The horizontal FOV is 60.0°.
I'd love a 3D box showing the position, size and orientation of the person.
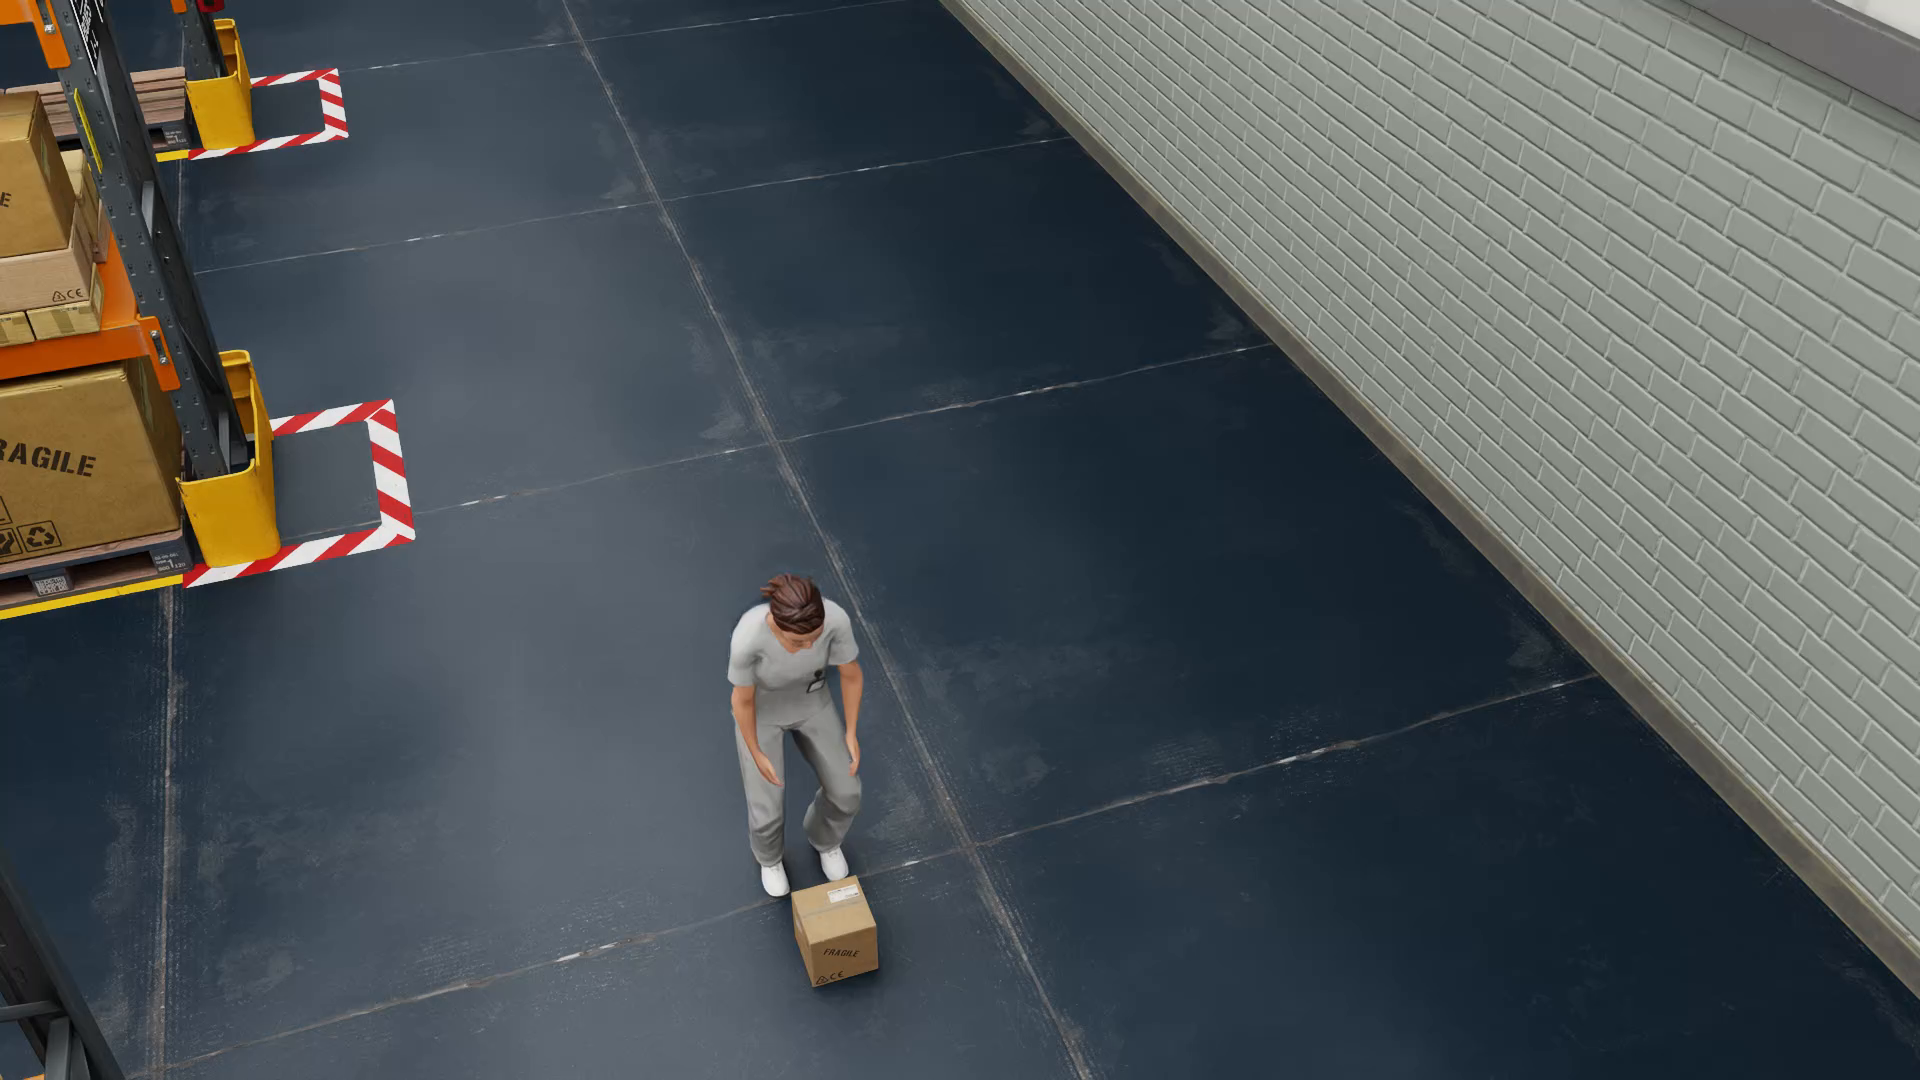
[{"bbox_3d":[-0.565,0.901,6.139,0.490,1.048,0.771,-13,40,-16],"label":"person"}]
